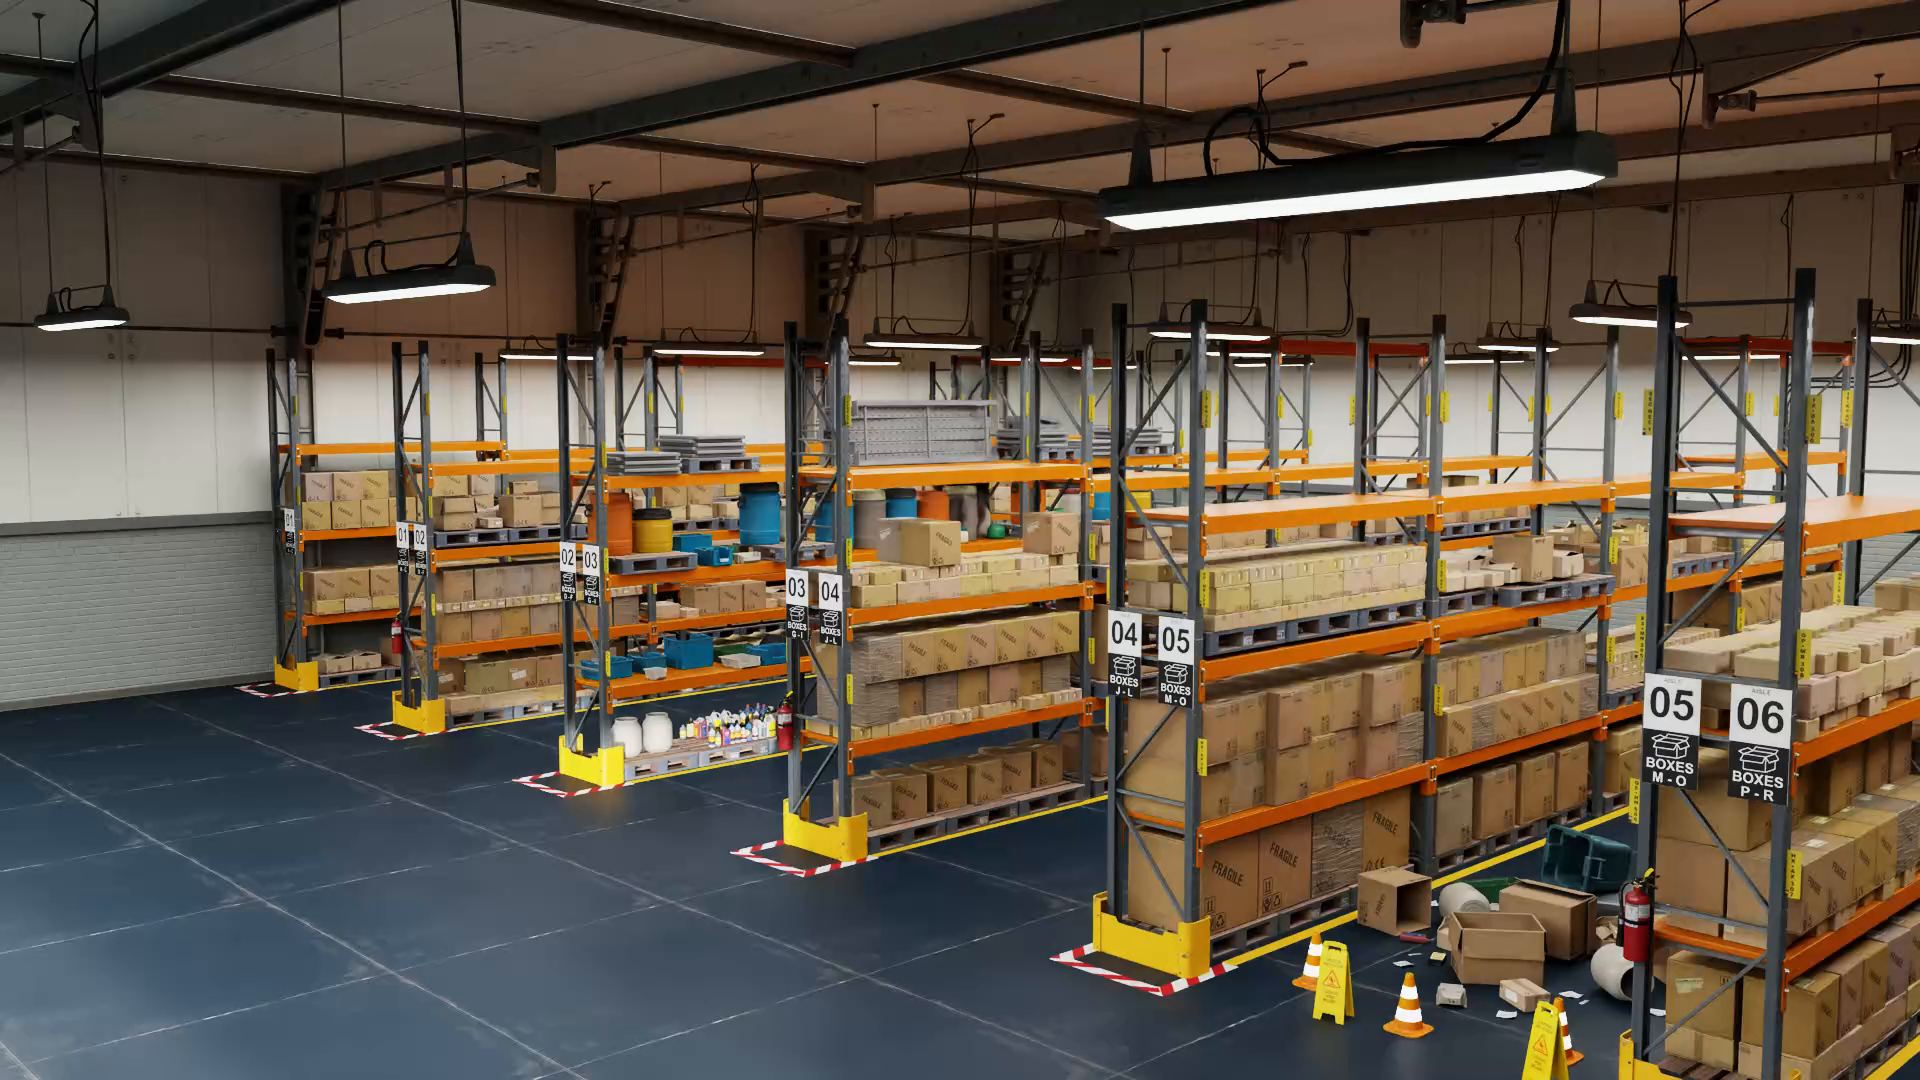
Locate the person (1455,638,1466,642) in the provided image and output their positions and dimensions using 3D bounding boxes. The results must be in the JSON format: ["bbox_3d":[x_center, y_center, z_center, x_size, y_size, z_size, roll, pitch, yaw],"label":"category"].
[{"bbox_3d":[7.320,2.246,24.256,0.617,1.671,0.677,3,6,34],"label":"person"}]
